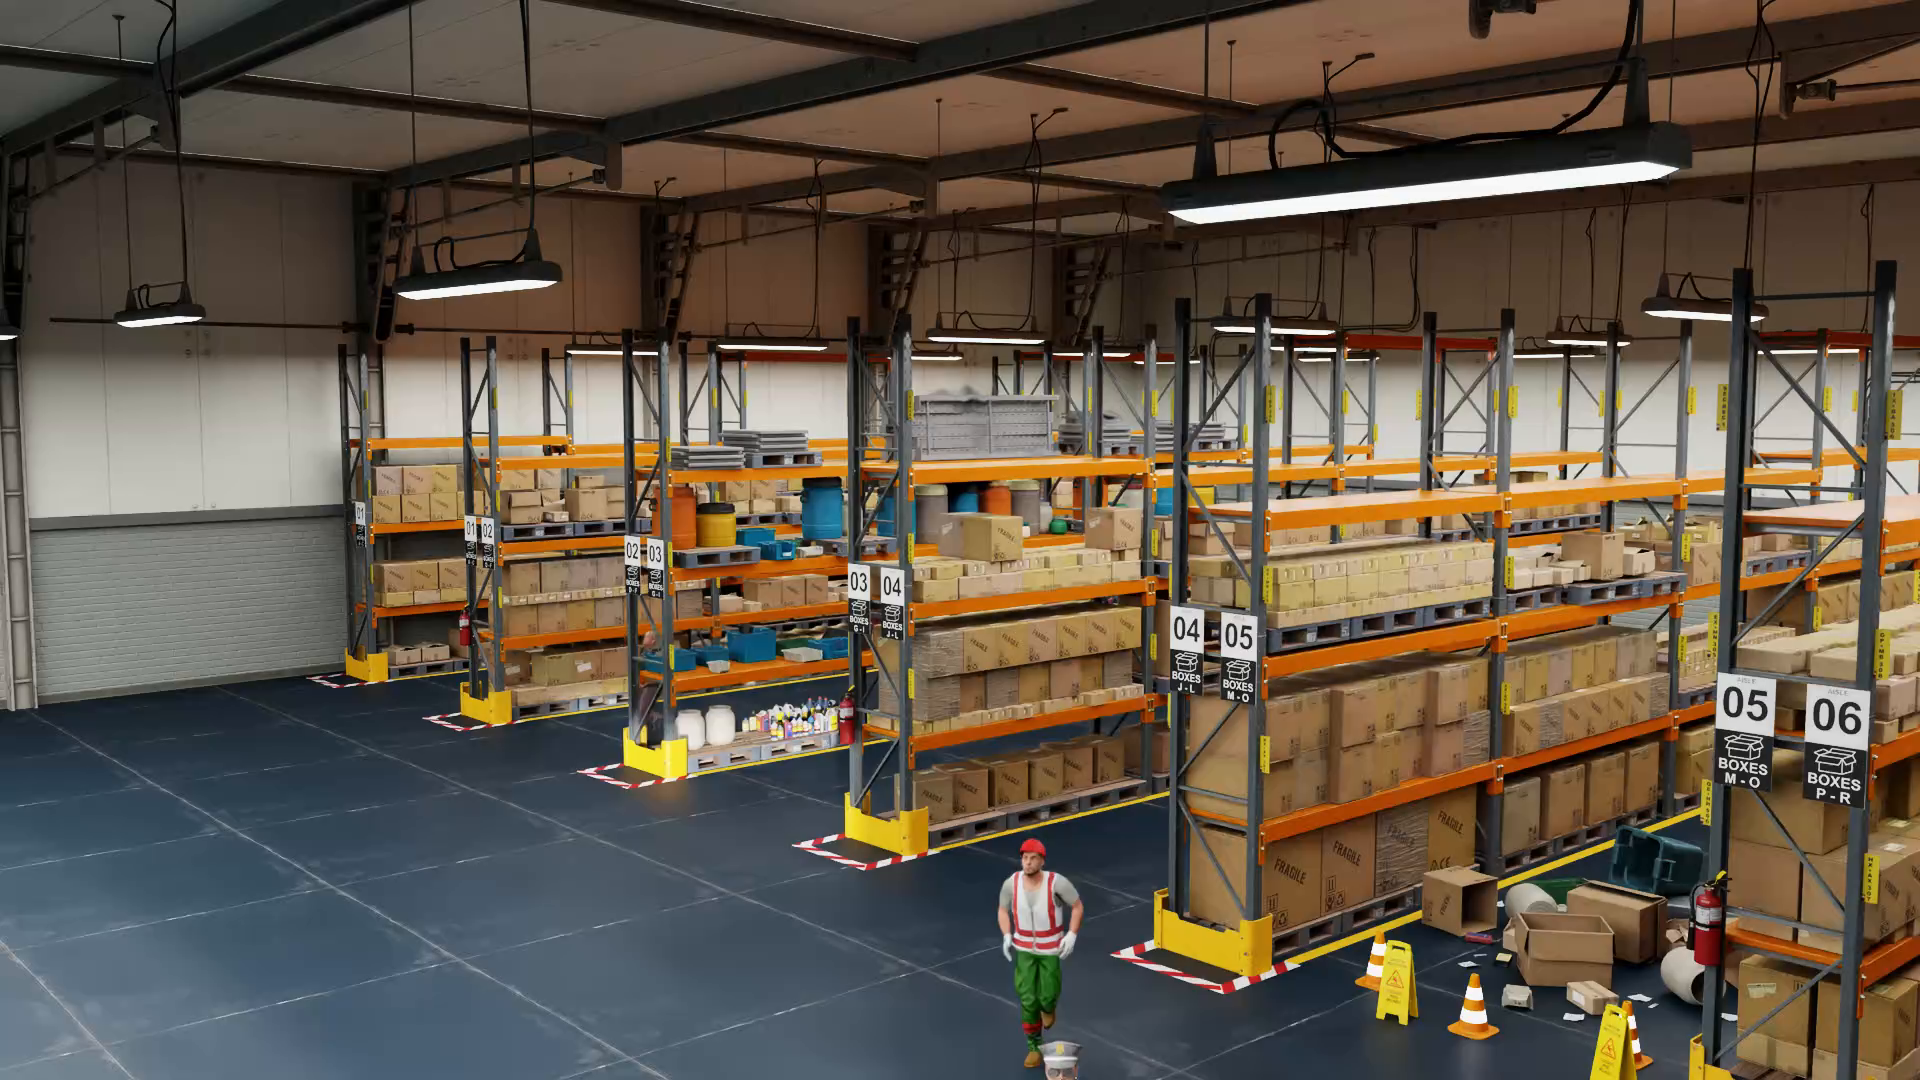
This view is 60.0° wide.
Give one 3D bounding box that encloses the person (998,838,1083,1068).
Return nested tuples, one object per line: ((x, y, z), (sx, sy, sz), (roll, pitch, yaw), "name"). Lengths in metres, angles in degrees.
((0.616, 3.153, 12.866), (0.665, 1.761, 0.667), (1, 5, 14), "person")

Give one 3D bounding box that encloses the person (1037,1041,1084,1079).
((0.533, 3.497, 8.800), (0.678, 1.807, 0.953), (0, 5, 1), "person")

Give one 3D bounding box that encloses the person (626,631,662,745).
((-4.556, 2.158, 24.266), (0.650, 1.662, 0.602), (5, 7, 43), "person")
